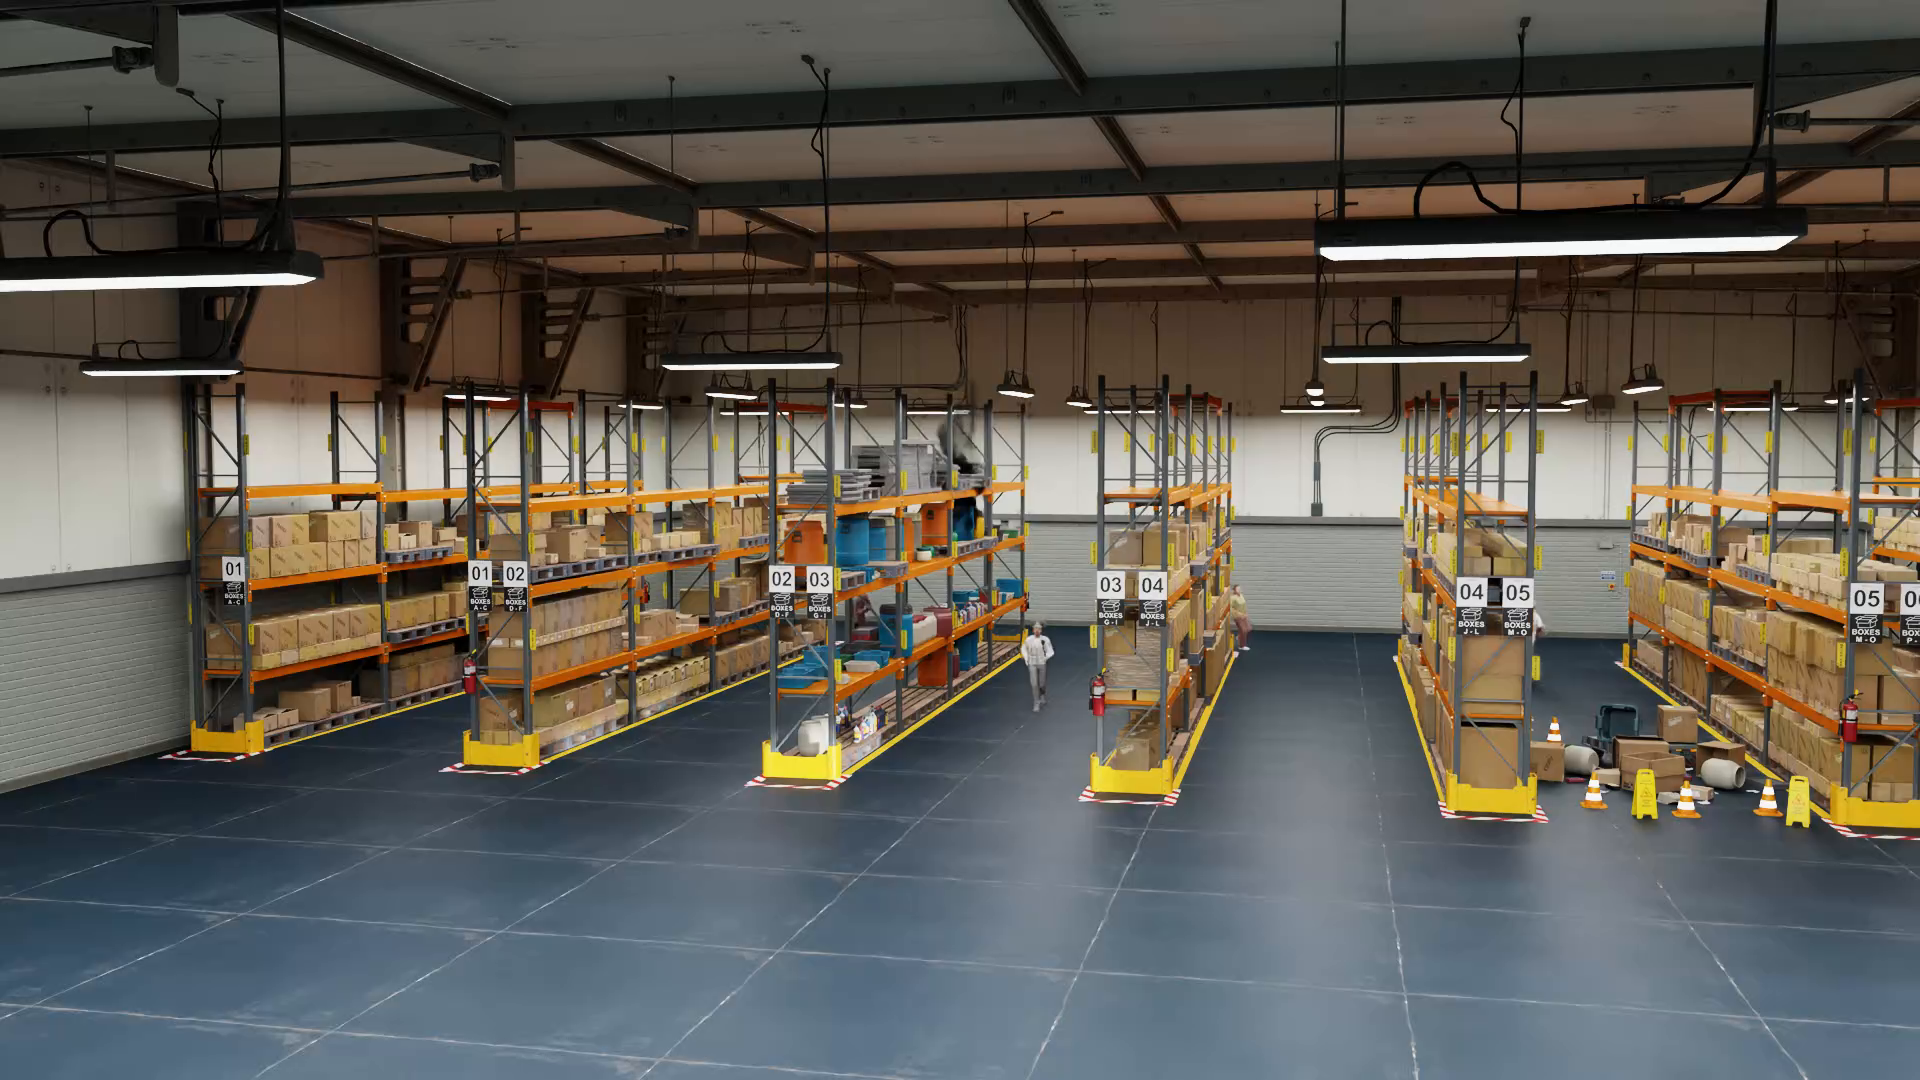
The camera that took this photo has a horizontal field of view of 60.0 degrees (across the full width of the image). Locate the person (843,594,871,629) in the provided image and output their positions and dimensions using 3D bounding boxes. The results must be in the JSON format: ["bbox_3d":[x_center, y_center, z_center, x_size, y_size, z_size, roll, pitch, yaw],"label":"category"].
[{"bbox_3d":[-2.399,1.916,38.731,0.669,1.814,1.188,0,3,1],"label":"person"}]

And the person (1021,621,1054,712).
[{"bbox_3d":[1.459,2.368,31.442,0.624,1.692,0.728,0,3,6],"label":"person"}]

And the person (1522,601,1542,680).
[{"bbox_3d":[11.977,2.114,35.279,0.672,1.759,0.628,0,3,7],"label":"person"}]

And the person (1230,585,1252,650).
[{"bbox_3d":[6.804,1.882,40.457,0.628,1.610,0.505,-2,4,-32],"label":"person"}]
